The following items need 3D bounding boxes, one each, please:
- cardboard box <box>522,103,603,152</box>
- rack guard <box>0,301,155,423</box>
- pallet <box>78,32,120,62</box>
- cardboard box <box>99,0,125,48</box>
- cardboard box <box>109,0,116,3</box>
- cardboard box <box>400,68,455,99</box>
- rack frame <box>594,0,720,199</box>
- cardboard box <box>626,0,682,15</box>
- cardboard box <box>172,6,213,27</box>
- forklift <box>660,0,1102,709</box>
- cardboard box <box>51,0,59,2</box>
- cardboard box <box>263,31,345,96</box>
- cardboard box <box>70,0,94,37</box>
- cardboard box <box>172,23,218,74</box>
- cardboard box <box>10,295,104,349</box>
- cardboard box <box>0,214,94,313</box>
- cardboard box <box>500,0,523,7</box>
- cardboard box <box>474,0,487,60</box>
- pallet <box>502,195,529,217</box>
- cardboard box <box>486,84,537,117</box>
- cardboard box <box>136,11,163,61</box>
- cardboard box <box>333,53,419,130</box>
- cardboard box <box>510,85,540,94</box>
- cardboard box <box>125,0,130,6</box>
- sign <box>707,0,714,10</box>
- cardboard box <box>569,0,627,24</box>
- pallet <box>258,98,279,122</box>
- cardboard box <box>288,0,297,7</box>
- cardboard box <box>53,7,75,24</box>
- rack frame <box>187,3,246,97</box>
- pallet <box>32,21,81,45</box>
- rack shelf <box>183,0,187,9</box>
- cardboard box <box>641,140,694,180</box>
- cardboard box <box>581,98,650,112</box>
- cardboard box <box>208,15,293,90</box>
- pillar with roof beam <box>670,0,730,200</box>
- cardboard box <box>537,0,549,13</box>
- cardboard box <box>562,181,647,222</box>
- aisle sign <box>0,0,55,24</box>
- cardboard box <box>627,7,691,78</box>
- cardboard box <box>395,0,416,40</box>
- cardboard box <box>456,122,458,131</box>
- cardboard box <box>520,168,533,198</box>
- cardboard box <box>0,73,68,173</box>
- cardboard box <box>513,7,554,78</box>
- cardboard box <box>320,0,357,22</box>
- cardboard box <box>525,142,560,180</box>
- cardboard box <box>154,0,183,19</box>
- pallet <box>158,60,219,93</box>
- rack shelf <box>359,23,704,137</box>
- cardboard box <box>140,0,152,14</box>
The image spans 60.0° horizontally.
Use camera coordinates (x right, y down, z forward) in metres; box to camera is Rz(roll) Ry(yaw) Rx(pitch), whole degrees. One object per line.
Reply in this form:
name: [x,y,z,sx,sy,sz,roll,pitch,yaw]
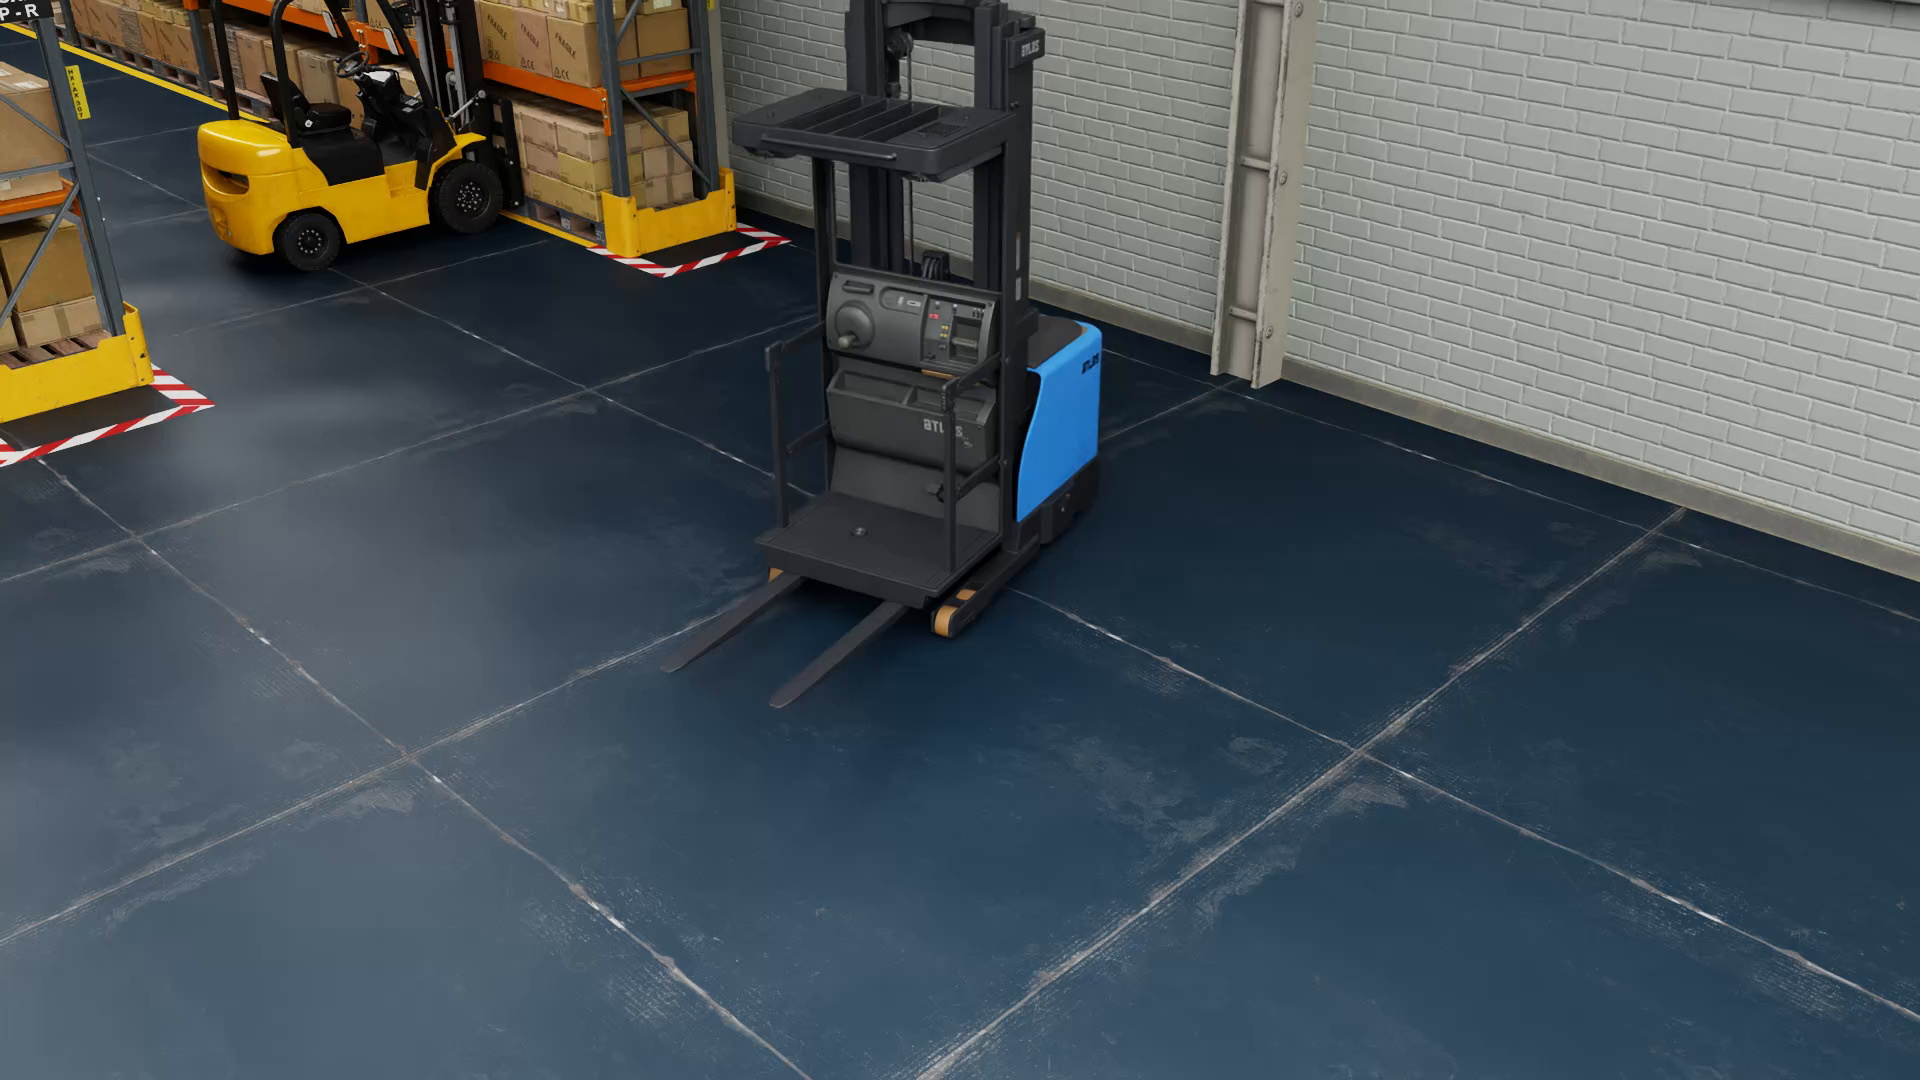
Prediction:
cardboard box: [-3.365,-3.514,14.138,0.500,0.250,0.500,-25,36,-38]
rack guard: [-5.981,-1.161,10.921,0.348,0.500,1.175,25,36,38]
pallet: [-10.400,-6.319,21.041,1.213,0.211,1.003,25,36,38]
cardboard box: [-10.080,-6.319,20.278,0.500,0.500,0.500,23,36,37]
cardboard box: [-10.138,-6.644,20.200,0.250,0.149,0.380,24,36,38]
cardboard box: [-4.820,-4.175,15.397,0.500,0.250,0.500,25,36,38]
rack frame: [-2.450,-3.891,13.427,0.127,3.000,1.000,25,36,38]
cardboard box: [-2.510,-4.419,13.627,0.250,0.149,0.380,23,36,37]
cardboard box: [-8.684,-5.945,18.871,0.250,0.149,0.380,23,35,36]
forklift: [-0.354,-1.047,8.092,1.130,2.935,3.031,14,31,25]
cardboard box: [-12.167,-7.330,22.201,0.500,0.500,0.700,23,35,37]
cardboard box: [-6.768,-4.998,17.632,0.625,0.625,0.875,23,35,36]
cardboard box: [-10.820,-6.653,20.915,0.500,0.500,0.500,-23,36,-37]
cardboard box: [-8.607,-5.647,19.002,0.500,0.500,0.500,-24,36,-38]
cardboard box: [-6.309,-1.566,11.509,0.500,0.250,0.500,24,36,38]
cardboard box: [-6.326,-1.906,11.349,0.500,0.500,0.500,23,36,37]
cardboard box: [-3.631,-4.577,13.927,0.250,0.149,0.380,23,36,37]
cardboard box: [-4.080,-4.509,14.494,0.500,0.500,0.500,25,37,39]
pallet: [-3.890,-3.290,15.281,1.213,0.211,1.003,25,36,38]
cardboard box: [-4.088,-3.843,14.764,0.500,0.250,0.500,24,36,37]
cardboard box: [-9.331,-5.984,19.642,0.500,0.500,0.500,-23,36,-37]
cardboard box: [-5.682,-4.497,16.681,0.875,0.625,0.625,-23,36,-37]
cardboard box: [-3.728,-4.020,15.101,0.500,0.250,0.500,24,36,37]
cardboard box: [-9.750,-6.484,19.896,0.250,0.149,0.380,25,37,39]
sign: [-2.056,-4.491,13.553,0.005,0.325,0.100,25,36,38]
cardboard box: [-2.894,-4.242,13.291,0.380,0.149,0.250,-25,36,-38]
pallet: [-6.729,-4.588,17.748,1.213,0.211,1.003,25,36,38]
cardboard box: [-6.540,-5.542,16.727,0.500,0.250,0.500,25,37,39]
cardboard box: [-11.610,-6.815,21.599,0.250,0.149,0.380,23,36,37]
rack frame: [-8.154,-6.501,18.391,0.127,3.000,1.000,25,36,38]
pallet: [-11.496,-6.797,21.949,1.213,0.211,1.003,25,36,38]
rack shelf: [-9.581,-6.835,19.800,4.000,0.370,1.077,25,36,38]
cardboard box: [-2.640,-3.303,14.275,0.500,0.250,0.500,-25,36,-38]
cardboard box: [-3.019,-3.684,14.462,0.500,0.250,0.500,25,36,38]
cardboard box: [-7.719,-5.428,18.450,0.875,0.625,0.625,-24,36,-38]
pillar with roof beam: [-5.333,-5.644,10.314,0.400,9.000,9.100,25,36,38]
cardboard box: [-3.239,-4.421,13.630,0.380,0.149,0.250,-24,36,-38]
cardboard box: [-3.006,-2.908,14.061,0.500,0.250,0.500,25,37,39]
aisle sign: [-5.666,-3.476,9.844,0.004,0.787,0.394,25,36,38]
cardboard box: [-2.608,-4.189,13.886,0.500,0.500,0.500,-24,36,-38]
cardboard box: [-4.786,-4.845,15.133,0.500,0.500,0.500,-25,36,-38]
cardboard box: [-4.463,-3.794,15.209,0.500,0.250,0.500,24,36,38]
cardboard box: [-3.705,-3.240,14.692,0.500,0.250,0.500,-25,37,-39]
cardboard box: [-6.071,-2.665,10.668,0.500,0.500,0.500,24,36,38]
cardboard box: [-3.348,-4.181,13.871,0.500,0.500,0.500,-24,36,-38]
cardboard box: [-5.845,-5.207,16.091,0.500,0.250,0.500,-24,36,-38]
cardboard box: [-3.366,-3.303,14.275,0.500,0.250,0.500,24,36,38]
cardboard box: [-9.057,-6.124,19.212,0.250,0.149,0.380,23,36,37]
pallet: [-8.660,-5.523,19.527,1.213,0.211,1.003,25,36,38]
rack shelf: [-3.876,-4.225,14.835,4.000,0.370,1.077,25,36,38]
cardboard box: [-9.392,-6.307,19.559,0.250,0.149,0.380,24,36,38]
